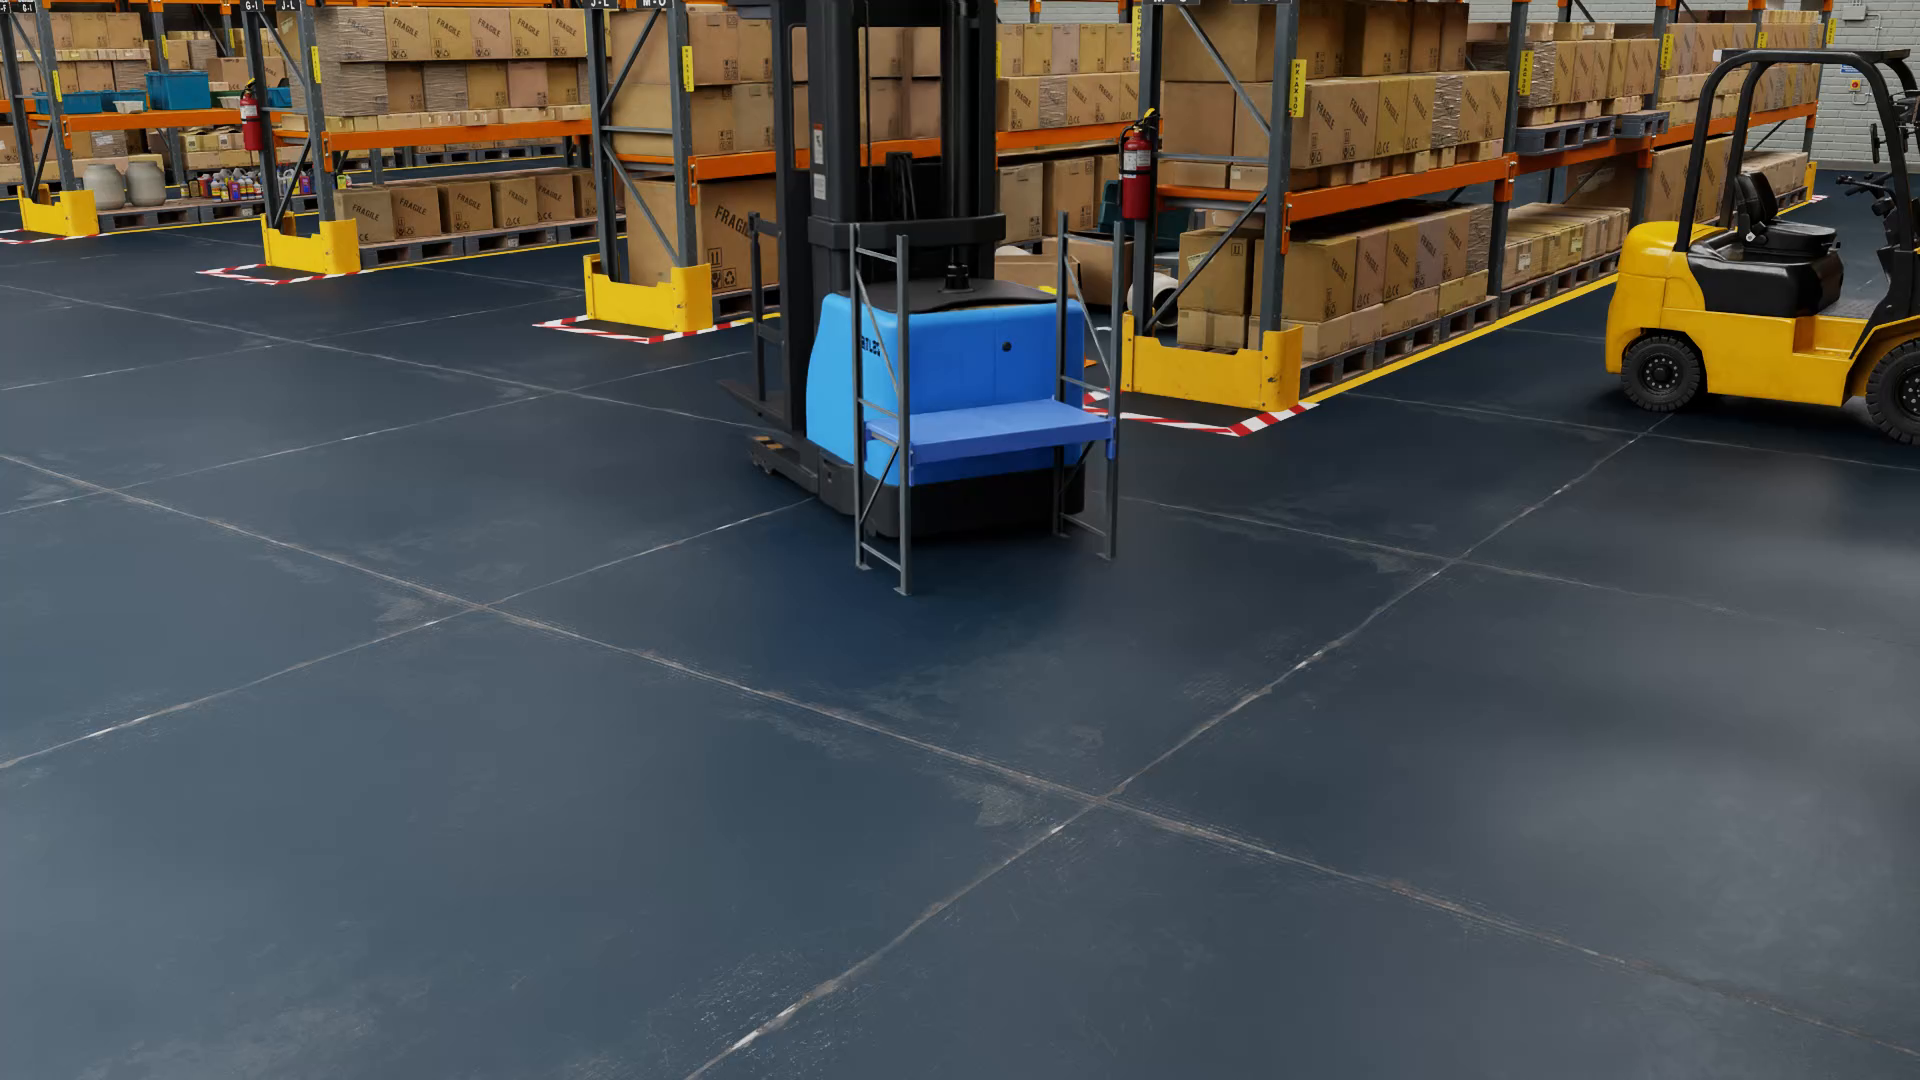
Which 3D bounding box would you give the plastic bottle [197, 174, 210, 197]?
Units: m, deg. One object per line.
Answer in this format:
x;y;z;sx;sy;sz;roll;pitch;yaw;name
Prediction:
-9.474;-4.447;20.858;0.152;0.276;0.135;13;21;35;plastic bottle

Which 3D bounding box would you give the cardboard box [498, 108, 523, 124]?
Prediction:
-4.825;-4.468;17.496;0.380;0.149;0.250;12;21;35;cardboard box

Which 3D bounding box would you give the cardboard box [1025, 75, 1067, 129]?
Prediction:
0.725;-4.391;16.656;0.500;0.500;0.500;13;21;35;cardboard box

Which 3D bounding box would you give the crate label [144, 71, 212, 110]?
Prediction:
-9.509;-5.471;20.244;0.502;0.435;0.616;12;21;35;crate label

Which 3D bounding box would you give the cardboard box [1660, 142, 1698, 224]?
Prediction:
7.327;-3.794;17.779;0.875;0.875;0.875;13;21;35;cardboard box

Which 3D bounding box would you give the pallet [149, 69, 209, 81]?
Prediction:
-13.918;-8.344;29.878;1.213;0.211;1.003;12;21;35;pallet

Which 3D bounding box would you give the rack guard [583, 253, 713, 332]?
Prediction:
-2.502;-1.993;13.318;1.175;0.500;0.348;12;21;35;rack guard

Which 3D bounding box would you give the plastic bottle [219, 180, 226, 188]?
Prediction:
-9.281;-4.427;20.919;0.097;0.201;0.097;0;17;0;plastic bottle

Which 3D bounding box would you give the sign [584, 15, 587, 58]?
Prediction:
-2.915;-3.957;13.078;0.100;0.325;0.005;12;21;35;sign

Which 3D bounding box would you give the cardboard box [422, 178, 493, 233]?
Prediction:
-5.309;-3.540;17.591;0.500;0.500;0.500;15;23;40;cardboard box

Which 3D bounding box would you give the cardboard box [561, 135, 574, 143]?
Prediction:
-7.279;-7.550;30.473;0.500;0.500;0.500;12;21;34;cardboard box

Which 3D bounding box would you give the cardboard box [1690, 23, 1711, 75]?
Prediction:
7.413;-5.087;17.212;0.500;0.500;0.500;13;22;36;cardboard box

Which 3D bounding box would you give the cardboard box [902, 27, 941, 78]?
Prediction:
-0.586;-4.499;15.100;0.875;0.550;0.550;12;21;35;cardboard box

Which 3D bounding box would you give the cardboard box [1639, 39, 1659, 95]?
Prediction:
6.267;-4.480;15.734;0.500;0.500;0.500;12;21;33;cardboard box

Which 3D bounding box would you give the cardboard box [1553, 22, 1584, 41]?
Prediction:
5.060;-4.321;14.128;0.380;0.149;0.250;14;22;38;cardboard box

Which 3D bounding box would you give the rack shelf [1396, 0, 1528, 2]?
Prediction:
2.739;-3.907;11.422;1.077;0.370;4.000;12;21;35;rack shelf

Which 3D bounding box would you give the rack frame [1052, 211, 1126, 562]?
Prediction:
0.567;-0.684;7.417;0.032;1.500;0.500;-9;19;-26;rack frame

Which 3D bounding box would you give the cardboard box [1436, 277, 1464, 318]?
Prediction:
3.485;-1.865;12.619;0.500;0.250;0.500;12;21;33;cardboard box

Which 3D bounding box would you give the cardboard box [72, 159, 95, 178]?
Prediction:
-12.674;-5.296;23.669;0.500;0.250;0.500;12;21;35;cardboard box

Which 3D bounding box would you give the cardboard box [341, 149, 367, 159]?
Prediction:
-10.020;-6.345;27.047;0.500;0.250;0.500;12;21;34;cardboard box

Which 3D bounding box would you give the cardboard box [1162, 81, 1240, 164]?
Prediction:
1.650;-2.709;10.740;0.500;0.500;0.500;12;21;34;cardboard box

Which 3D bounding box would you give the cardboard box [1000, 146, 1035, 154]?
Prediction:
0.374;-5.981;24.820;1.225;0.875;0.875;12;21;35;cardboard box

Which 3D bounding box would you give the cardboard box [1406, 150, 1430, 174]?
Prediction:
3.081;-2.678;11.733;0.380;0.149;0.250;13;21;35;cardboard box

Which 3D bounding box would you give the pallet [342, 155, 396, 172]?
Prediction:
-10.120;-6.229;27.445;1.003;0.211;1.213;12;21;35;pallet

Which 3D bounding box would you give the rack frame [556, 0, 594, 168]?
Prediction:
-5.622;-6.873;24.820;1.000;3.000;0.127;12;21;35;rack frame

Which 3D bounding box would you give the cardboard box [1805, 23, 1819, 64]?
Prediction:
10.697;-6.391;21.412;0.500;0.500;0.500;13;21;35;cardboard box

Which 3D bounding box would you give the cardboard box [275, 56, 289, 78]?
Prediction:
-10.585;-7.395;26.330;0.500;0.500;0.500;11;20;32;cardboard box

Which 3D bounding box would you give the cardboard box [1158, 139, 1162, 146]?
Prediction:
2.476;-4.672;19.972;0.500;0.250;0.500;12;21;33;cardboard box

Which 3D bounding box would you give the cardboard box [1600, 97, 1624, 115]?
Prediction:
5.783;-3.937;15.079;0.380;0.149;0.250;13;21;36;cardboard box

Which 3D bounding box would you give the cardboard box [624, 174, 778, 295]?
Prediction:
-2.137;-2.551;13.776;0.875;0.875;0.875;13;21;35;cardboard box

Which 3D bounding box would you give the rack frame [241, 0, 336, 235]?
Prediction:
-6.411;-4.093;15.865;1.000;3.000;0.127;12;21;35;rack frame

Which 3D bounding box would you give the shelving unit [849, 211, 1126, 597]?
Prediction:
0.117;-0.614;7.191;1.048;1.500;0.538;-9;19;-26;shelving unit

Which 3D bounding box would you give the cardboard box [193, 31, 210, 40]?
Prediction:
-13.760;-9.104;29.999;0.380;0.149;0.250;9;20;28;cardboard box

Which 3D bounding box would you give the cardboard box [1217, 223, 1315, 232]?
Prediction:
2.124;-1.949;11.626;0.500;0.500;0.500;13;22;37;cardboard box

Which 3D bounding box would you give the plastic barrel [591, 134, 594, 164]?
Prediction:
-5.344;-6.157;25.464;0.600;0.830;0.708;12;21;35;plastic barrel

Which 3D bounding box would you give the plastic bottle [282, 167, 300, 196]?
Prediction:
-8.465;-4.539;21.026;0.144;0.351;0.185;12;21;34;plastic bottle

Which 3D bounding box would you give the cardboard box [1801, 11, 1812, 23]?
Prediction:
10.627;-6.673;21.225;0.380;0.149;0.250;13;21;36;cardboard box

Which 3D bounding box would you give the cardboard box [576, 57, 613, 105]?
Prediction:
-4.346;-5.139;18.564;0.875;0.500;0.500;12;21;35;cardboard box

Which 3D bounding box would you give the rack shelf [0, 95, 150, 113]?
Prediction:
-13.173;-5.977;23.146;1.077;0.370;4.000;12;21;35;rack shelf

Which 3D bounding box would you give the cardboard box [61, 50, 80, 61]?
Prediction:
-12.579;-6.810;23.352;0.380;0.149;0.250;12;21;34;cardboard box

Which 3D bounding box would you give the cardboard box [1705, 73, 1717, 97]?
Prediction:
7.743;-4.849;17.711;0.500;0.250;0.500;13;21;36;cardboard box

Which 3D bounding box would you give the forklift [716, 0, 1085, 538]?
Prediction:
-0.510;-1.800;8.598;1.130;2.935;3.031;-8;19;-25;forklift

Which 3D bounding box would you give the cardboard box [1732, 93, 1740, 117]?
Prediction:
8.633;-4.977;18.965;0.500;0.250;0.500;12;21;33;cardboard box

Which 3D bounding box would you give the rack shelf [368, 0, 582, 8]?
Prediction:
-8.406;-9.315;28.837;1.077;0.370;4.000;12;21;35;rack shelf

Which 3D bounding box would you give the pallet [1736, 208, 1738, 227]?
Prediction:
9.214;-4.035;20.382;1.003;0.211;1.213;12;21;35;pallet

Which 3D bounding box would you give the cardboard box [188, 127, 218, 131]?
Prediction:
-11.665;-6.224;25.712;0.500;0.311;0.500;13;22;36;cardboard box

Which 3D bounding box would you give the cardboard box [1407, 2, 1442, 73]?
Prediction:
3.173;-3.777;12.494;0.700;0.500;0.500;13;21;35;cardboard box

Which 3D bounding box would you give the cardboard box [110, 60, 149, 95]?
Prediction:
-12.241;-6.738;24.214;0.700;0.500;0.500;12;21;33;cardboard box

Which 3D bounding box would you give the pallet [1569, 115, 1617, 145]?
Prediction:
5.168;-3.677;14.849;1.003;0.211;1.213;12;21;35;pallet

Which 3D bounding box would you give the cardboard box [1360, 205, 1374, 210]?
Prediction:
2.935;-2.615;12.676;0.380;0.149;0.250;13;22;37;cardboard box

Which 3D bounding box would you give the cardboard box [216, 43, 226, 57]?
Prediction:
-13.509;-8.983;30.907;0.500;0.500;0.500;13;21;35;cardboard box

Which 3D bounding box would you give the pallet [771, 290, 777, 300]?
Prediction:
-1.347;-2.354;14.969;1.003;0.211;1.213;12;21;35;pallet

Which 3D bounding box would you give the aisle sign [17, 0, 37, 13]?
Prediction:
-10.196;-6.141;18.076;0.394;0.787;0.004;12;21;35;aisle sign

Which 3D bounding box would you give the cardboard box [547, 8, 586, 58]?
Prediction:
-4.372;-5.438;17.840;0.500;0.500;0.500;12;21;35;cardboard box

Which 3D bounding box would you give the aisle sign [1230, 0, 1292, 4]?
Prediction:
1.760;-3.514;9.617;0.394;0.787;0.004;12;21;35;aisle sign

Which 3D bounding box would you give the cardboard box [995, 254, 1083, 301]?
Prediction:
0.561;-2.015;13.384;0.797;0.503;0.637;-1;17;-3;cardboard box
